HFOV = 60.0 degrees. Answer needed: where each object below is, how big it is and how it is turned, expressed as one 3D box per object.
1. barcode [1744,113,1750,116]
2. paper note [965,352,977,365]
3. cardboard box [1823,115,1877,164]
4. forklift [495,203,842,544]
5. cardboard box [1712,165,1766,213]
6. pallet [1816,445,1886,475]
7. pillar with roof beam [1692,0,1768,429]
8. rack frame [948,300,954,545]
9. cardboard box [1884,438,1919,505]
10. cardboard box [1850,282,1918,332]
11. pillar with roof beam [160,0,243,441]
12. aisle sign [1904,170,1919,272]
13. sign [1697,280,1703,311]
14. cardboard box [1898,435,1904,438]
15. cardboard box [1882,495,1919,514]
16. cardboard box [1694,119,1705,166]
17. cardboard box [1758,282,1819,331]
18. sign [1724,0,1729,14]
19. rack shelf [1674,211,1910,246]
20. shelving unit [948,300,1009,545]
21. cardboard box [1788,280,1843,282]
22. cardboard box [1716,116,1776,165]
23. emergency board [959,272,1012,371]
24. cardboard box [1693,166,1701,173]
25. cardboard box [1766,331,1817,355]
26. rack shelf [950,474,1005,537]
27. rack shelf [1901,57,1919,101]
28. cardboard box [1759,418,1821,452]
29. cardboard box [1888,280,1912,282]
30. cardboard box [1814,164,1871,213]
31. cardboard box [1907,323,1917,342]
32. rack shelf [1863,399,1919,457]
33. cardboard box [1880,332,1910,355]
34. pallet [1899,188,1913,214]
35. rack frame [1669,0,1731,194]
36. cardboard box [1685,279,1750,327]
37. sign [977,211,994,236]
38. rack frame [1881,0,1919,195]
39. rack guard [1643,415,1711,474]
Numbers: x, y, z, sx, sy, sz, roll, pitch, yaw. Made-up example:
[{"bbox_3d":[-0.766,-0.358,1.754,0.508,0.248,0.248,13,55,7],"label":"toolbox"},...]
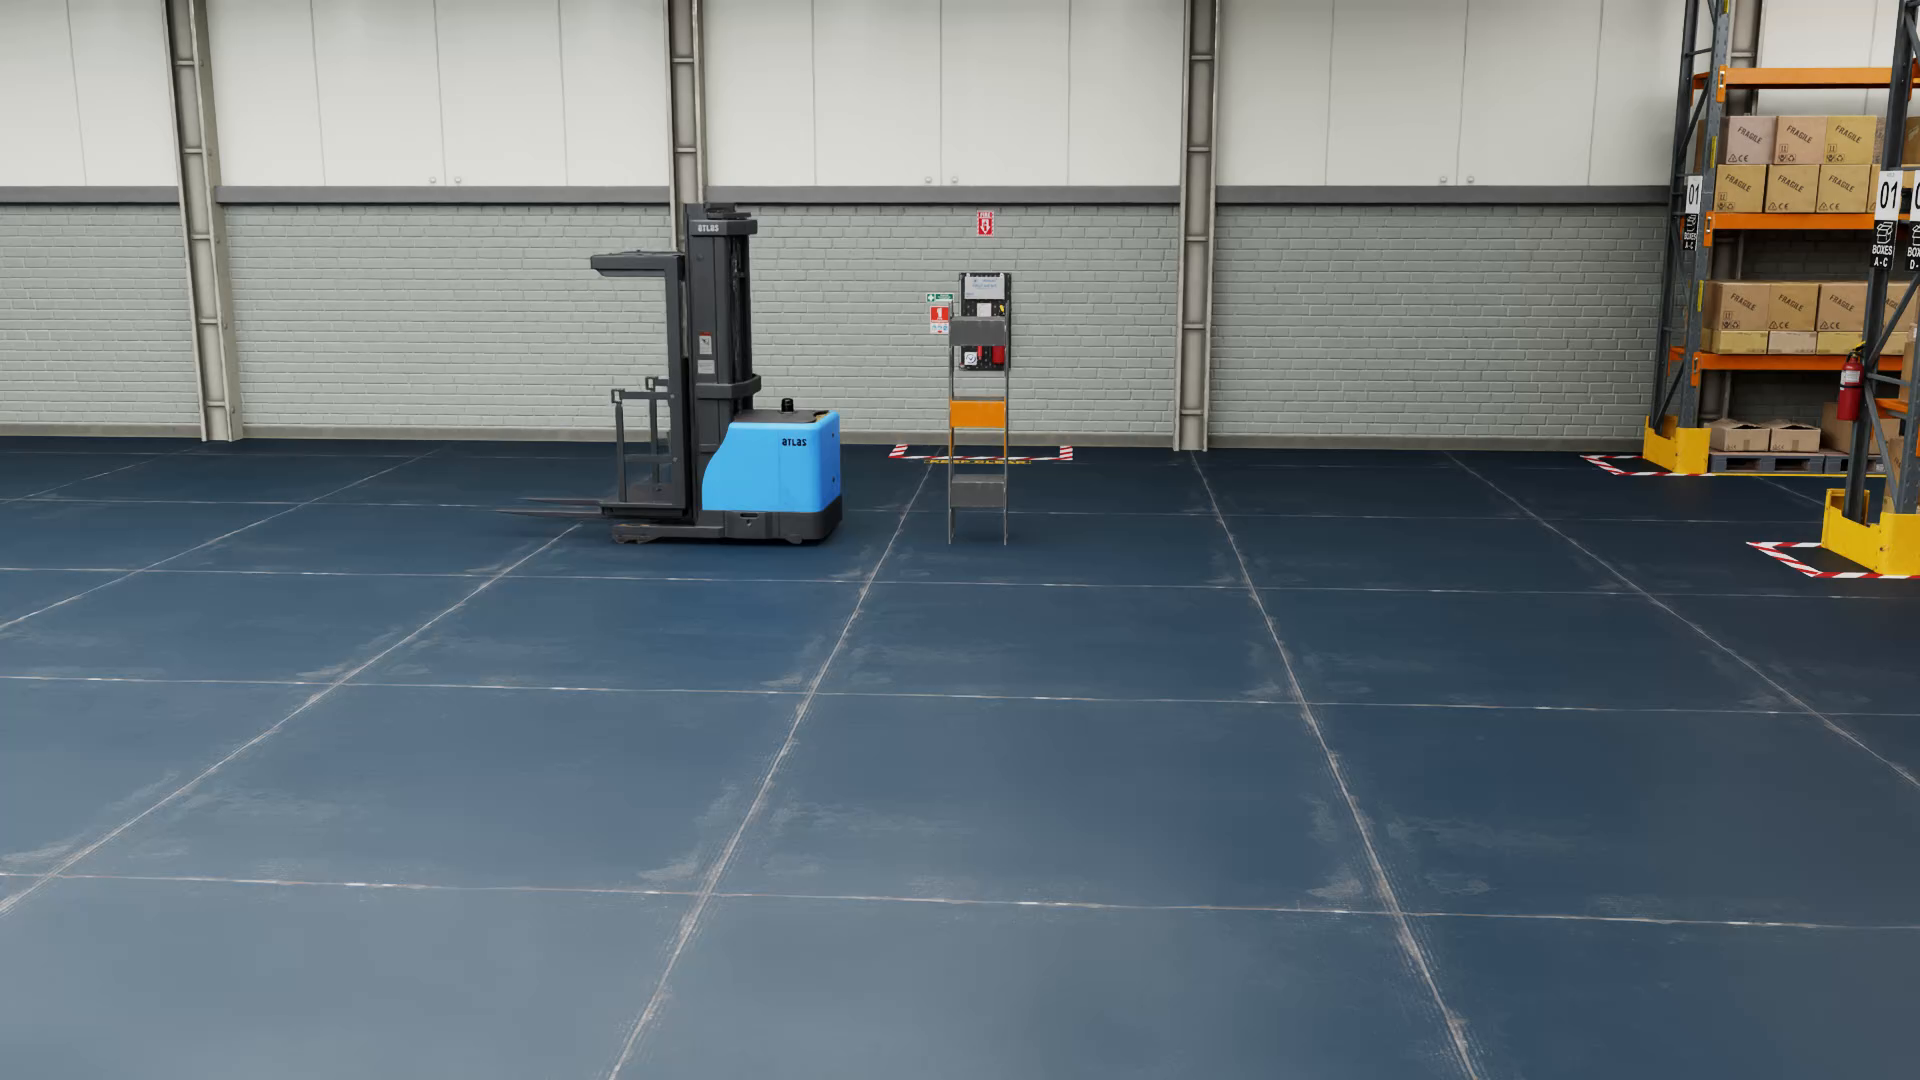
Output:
[{"bbox_3d":[8.737,-4.706,18.462,0.075,0.075,0.001,1,12,4],"label":"barcode"},{"bbox_3d":[0.130,-2.190,20.061,0.142,0.148,0.016,1,12,4],"label":"paper note"},{"bbox_3d":[9.372,-4.253,17.712,0.500,0.500,0.500,1,12,5],"label":"cardboard box"},{"bbox_3d":[-2.639,-1.509,14.823,3.031,2.935,1.130,1,12,6],"label":"forklift"},{"bbox_3d":[8.312,-3.785,17.916,0.500,0.500,0.500,1,12,5],"label":"cardboard box"},{"bbox_3d":[10.093,-0.912,18.612,1.213,0.211,1.003,1,12,4],"label":"pallet"},{"bbox_3d":[8.464,-4.537,14.482,0.400,9.000,9.100,1,12,4],"label":"pillar with roof beam"},{"bbox_3d":[-0.078,-1.029,14.558,0.015,2.100,0.400,1,12,4],"label":"rack frame"},{"bbox_3d":[8.223,-0.582,14.080,0.500,0.500,0.500,1,12,4],"label":"cardboard box"},{"bbox_3d":[9.975,-2.527,18.009,0.500,0.500,0.500,1,12,6],"label":"cardboard box"},{"bbox_3d":[-9.496,-4.784,15.659,0.400,9.000,9.100,1,12,4],"label":"pillar with roof beam"},{"bbox_3d":[7.582,-2.512,13.102,0.004,0.787,0.394,1,12,4],"label":"aisle sign"},{"bbox_3d":[7.959,-2.626,17.883,0.005,0.325,0.100,1,12,4],"label":"sign"},{"bbox_3d":[10.392,-1.105,18.611,0.250,0.149,0.380,0,12,-1],"label":"cardboard box"},{"bbox_3d":[8.223,-0.214,14.155,0.500,0.250,0.500,1,12,4],"label":"cardboard box"},{"bbox_3d":[8.443,-4.377,18.307,0.500,0.500,0.500,1,12,6],"label":"cardboard box"},{"bbox_3d":[8.944,-2.540,18.071,0.500,0.500,0.500,1,12,4],"label":"cardboard box"},{"bbox_3d":[7.959,-5.635,17.253,0.005,0.325,0.100,1,12,4],"label":"sign"},{"bbox_3d":[9.991,-3.402,18.137,4.000,0.370,1.077,1,12,4],"label":"rack shelf"},{"bbox_3d":[0.165,-1.025,14.542,0.503,2.100,0.431,1,12,4],"label":"shelving unit"},{"bbox_3d":[9.497,-2.639,18.542,0.500,0.500,0.500,0,12,2],"label":"cardboard box"},{"bbox_3d":[8.363,-4.275,17.817,0.500,0.500,0.500,0,12,0],"label":"cardboard box"},{"bbox_3d":[0.302,-2.604,19.892,0.643,1.169,0.194,1,12,4],"label":"emergency board"},{"bbox_3d":[8.428,-3.886,18.402,0.500,0.500,0.500,2,12,8],"label":"cardboard box"},{"bbox_3d":[8.980,-2.174,18.152,0.500,0.250,0.500,0,12,2],"label":"cardboard box"},{"bbox_3d":[0.165,-0.327,14.688,0.480,0.518,0.431,1,12,4],"label":"rack shelf"},{"bbox_3d":[9.663,-3.663,13.033,4.000,0.370,1.077,1,12,4],"label":"rack shelf"},{"bbox_3d":[9.248,-1.177,18.561,0.500,0.311,0.500,2,12,8],"label":"cardboard box"},{"bbox_3d":[10.518,-2.627,18.486,0.500,0.500,0.500,1,12,5],"label":"cardboard box"},{"bbox_3d":[9.364,-3.764,17.816,0.500,0.500,0.500,1,12,6],"label":"cardboard box"},{"bbox_3d":[8.062,-1.701,13.748,0.250,0.149,0.380,1,12,3],"label":"cardboard box"},{"bbox_3d":[9.663,-0.922,13.606,4.000,0.370,1.077,1,12,4],"label":"rack shelf"},{"bbox_3d":[9.992,-2.158,18.078,0.500,0.250,0.500,1,12,4],"label":"cardboard box"},{"bbox_3d":[8.372,-2.711,13.293,1.213,0.211,1.003,1,12,4],"label":"pallet"},{"bbox_3d":[7.995,-5.250,17.887,0.127,3.000,1.000,1,12,4],"label":"rack frame"},{"bbox_3d":[8.480,-2.654,18.614,0.500,0.500,0.500,1,12,3],"label":"cardboard box"},{"bbox_3d":[0.300,-3.759,19.752,0.199,0.298,0.001,1,12,4],"label":"sign"},{"bbox_3d":[7.668,-4.238,13.049,0.127,3.000,1.000,1,12,4],"label":"rack frame"},{"bbox_3d":[8.071,-1.089,18.752,0.348,0.500,1.175,1,12,4],"label":"rack guard"}]
